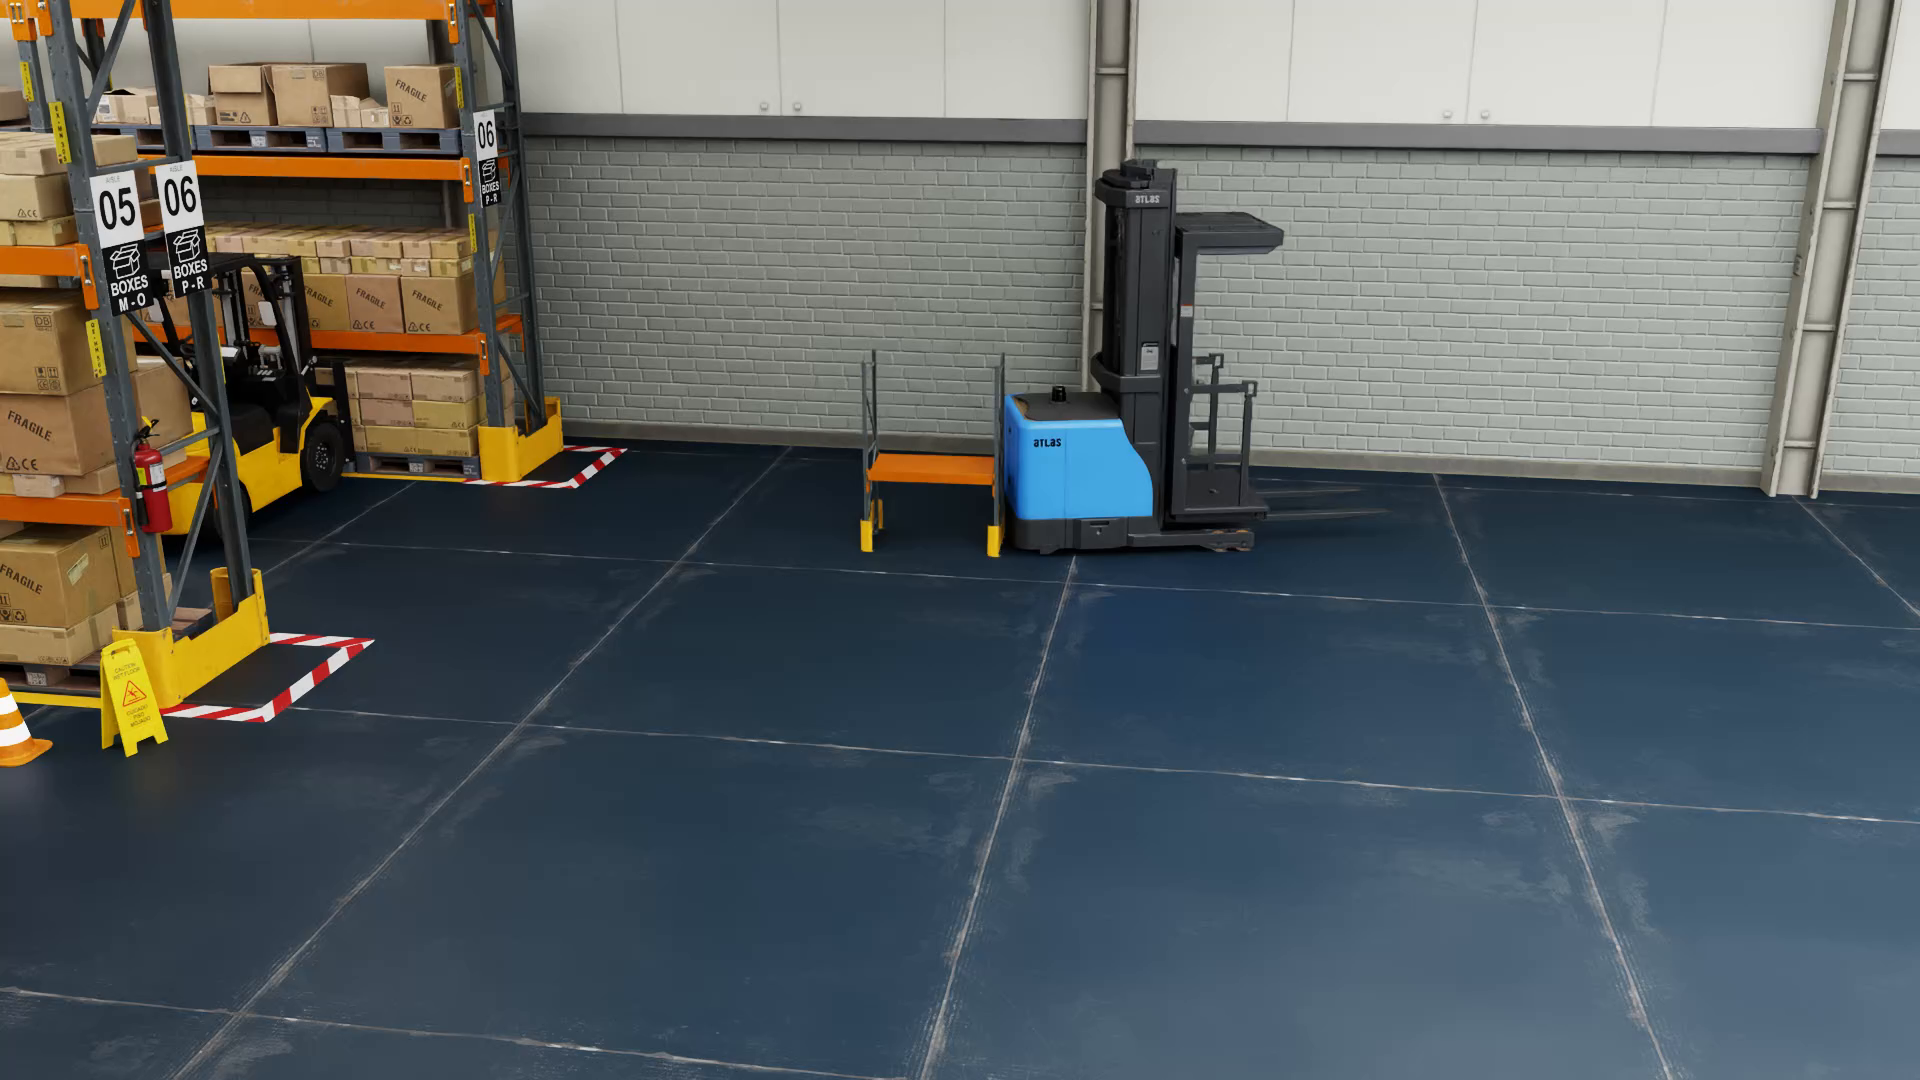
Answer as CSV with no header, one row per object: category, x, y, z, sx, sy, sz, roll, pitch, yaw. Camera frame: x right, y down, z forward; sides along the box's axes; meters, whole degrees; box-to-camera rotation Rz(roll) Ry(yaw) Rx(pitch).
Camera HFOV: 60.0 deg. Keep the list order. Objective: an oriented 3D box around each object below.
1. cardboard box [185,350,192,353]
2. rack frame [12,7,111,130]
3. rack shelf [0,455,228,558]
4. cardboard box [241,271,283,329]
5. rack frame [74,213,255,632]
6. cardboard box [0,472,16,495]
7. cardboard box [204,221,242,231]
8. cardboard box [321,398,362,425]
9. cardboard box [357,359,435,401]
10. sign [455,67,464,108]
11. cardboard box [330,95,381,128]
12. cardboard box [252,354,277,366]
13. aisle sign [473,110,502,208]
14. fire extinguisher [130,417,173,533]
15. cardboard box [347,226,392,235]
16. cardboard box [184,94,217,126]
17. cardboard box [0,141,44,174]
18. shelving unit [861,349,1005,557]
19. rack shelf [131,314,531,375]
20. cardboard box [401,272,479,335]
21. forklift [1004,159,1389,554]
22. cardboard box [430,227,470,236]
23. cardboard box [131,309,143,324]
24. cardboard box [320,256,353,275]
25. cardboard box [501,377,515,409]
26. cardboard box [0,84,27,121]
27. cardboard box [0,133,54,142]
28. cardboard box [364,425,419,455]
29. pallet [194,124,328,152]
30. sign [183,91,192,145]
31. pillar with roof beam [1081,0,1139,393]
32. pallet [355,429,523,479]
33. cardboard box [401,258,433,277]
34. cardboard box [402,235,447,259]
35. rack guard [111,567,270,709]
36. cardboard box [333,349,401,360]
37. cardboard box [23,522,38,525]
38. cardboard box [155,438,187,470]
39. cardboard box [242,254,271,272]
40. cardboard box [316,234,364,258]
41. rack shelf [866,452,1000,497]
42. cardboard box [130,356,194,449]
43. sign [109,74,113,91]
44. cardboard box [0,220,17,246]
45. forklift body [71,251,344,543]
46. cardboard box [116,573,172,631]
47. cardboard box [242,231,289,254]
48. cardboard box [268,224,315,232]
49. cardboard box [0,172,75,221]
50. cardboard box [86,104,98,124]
cardboard box,-6.991,-1.713,15.790,0.500,0.250,0.500,3,19,8
rack frame,-8.010,-5.173,14.582,0.127,3.000,1.000,3,19,9
rack shelf,-6.819,-0.331,10.699,4.000,0.370,1.077,3,19,9
cardboard box,-6.103,-2.193,14.973,0.500,0.500,0.500,3,19,9
rack frame,-4.844,-0.572,10.284,0.127,3.000,1.000,3,19,9
cardboard box,-5.765,-0.402,10.173,0.250,0.149,0.380,3,19,8
cardboard box,-6.885,-2.875,15.520,0.250,0.149,0.380,3,19,8
cardboard box,-5.597,-1.234,15.147,0.500,0.250,0.500,2,19,7
cardboard box,-5.070,-1.446,14.992,0.500,0.250,0.500,3,19,10
sign,-4.160,-3.762,13.823,0.005,0.325,0.100,3,19,9
cardboard box,-5.177,-3.692,14.274,0.258,0.266,0.396,3,19,9
cardboard box,-6.586,-1.525,15.228,0.500,0.250,0.500,4,19,11
aisle sign,-4.042,-3.264,14.235,0.004,0.787,0.394,3,19,9
fire extinguisher,-4.804,-0.385,9.848,0.183,0.674,0.296,3,19,9
cardboard box,-5.380,-2.762,15.182,0.250,0.149,0.380,4,19,10
cardboard box,-6.593,-3.764,14.489,0.258,0.266,0.396,2,19,7
cardboard box,-5.474,-2.203,9.571,0.250,0.149,0.380,3,19,10
shelving unit,-0.207,-0.691,13.003,1.083,1.500,0.587,2,19,7
rack shelf,-6.035,-1.886,15.347,4.000,0.370,1.077,3,19,9
cardboard box,-4.588,-2.117,14.745,0.500,0.500,0.500,3,19,7
forklift,1.884,-1.460,13.047,3.031,2.935,1.130,-2,19,-6
cardboard box,-4.611,-2.740,15.116,0.250,0.149,0.380,4,19,11
cardboard box,-7.613,-2.271,15.207,0.500,0.500,0.500,2,19,7
cardboard box,-5.465,-2.462,14.754,0.250,0.149,0.380,2,19,7
cardboard box,-4.492,-1.348,15.488,0.500,0.250,0.500,3,19,10
cardboard box,-8.763,-3.915,14.870,0.500,0.311,0.500,2,19,7
cardboard box,-5.651,-2.375,10.084,0.250,0.149,0.380,3,19,9
cardboard box,-5.064,-0.975,15.161,0.500,0.250,0.500,3,19,9
pallet,-5.963,-3.612,14.782,1.213,0.211,1.003,3,19,9
sign,-4.758,-2.579,10.178,0.005,0.325,0.100,3,19,9
pillar with roof beam,0.636,-3.639,9.996,0.400,9.000,9.100,3,19,9
pallet,-4.822,-0.830,15.451,1.213,0.211,1.003,3,19,9
cardboard box,-4.705,-2.415,14.614,0.250,0.149,0.380,3,19,10
cardboard box,-4.696,-2.578,14.631,0.250,0.149,0.380,3,19,9
rack guard,-4.919,0.610,10.692,0.348,0.500,1.175,3,19,9
cardboard box,-5.491,-1.632,15.550,0.500,0.250,0.500,3,19,8
cardboard box,-6.137,0.024,10.993,0.500,0.500,0.500,2,19,7
cardboard box,-5.147,-0.534,10.569,0.250,0.149,0.380,3,19,9
cardboard box,-6.214,-2.501,14.870,0.250,0.149,0.380,3,19,8
cardboard box,-5.468,-2.597,14.687,0.250,0.149,0.380,3,19,10
rack shelf,-0.198,-0.520,13.059,1.000,0.185,0.538,2,19,7
cardboard box,-5.268,-0.871,10.552,0.500,0.500,0.500,3,19,8
sign,-7.924,-4.207,15.483,0.005,0.325,0.100,3,19,9
cardboard box,-5.492,-1.808,9.647,0.250,0.149,0.380,3,19,9
forklift body,-6.222,-1.248,13.644,1.214,2.155,2.313,3,19,9
cardboard box,-5.597,0.406,11.034,0.500,0.250,0.500,3,19,8
cardboard box,-6.209,-2.668,14.902,0.250,0.149,0.380,3,19,9
cardboard box,-6.143,-2.806,15.313,0.250,0.149,0.380,3,19,10
cardboard box,-5.392,-2.005,9.610,0.500,0.250,0.500,3,19,8
cardboard box,-7.615,-3.760,14.664,0.250,0.149,0.380,3,19,10
